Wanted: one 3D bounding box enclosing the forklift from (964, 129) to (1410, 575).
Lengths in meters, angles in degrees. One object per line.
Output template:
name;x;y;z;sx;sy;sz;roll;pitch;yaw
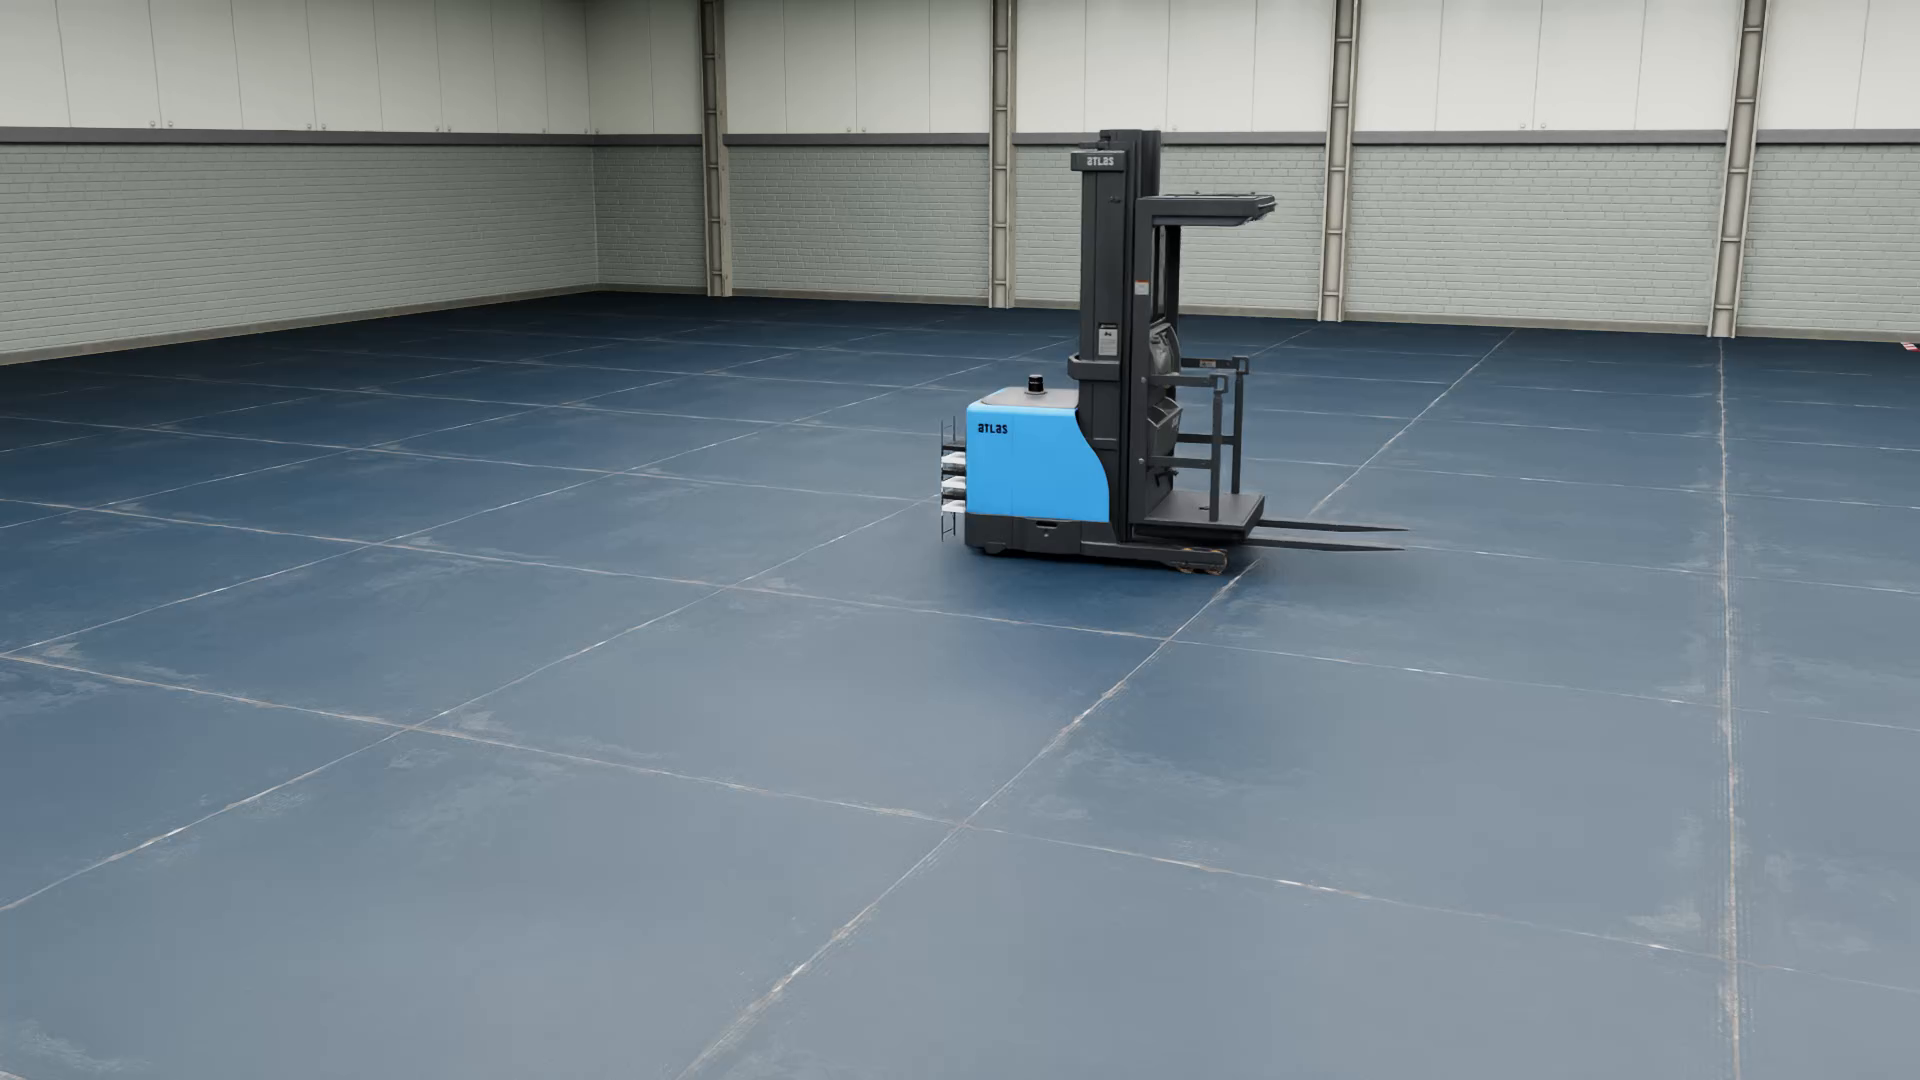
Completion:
forklift;1.606;-1.327;11.495;3.031;2.935;1.130;4;14;17

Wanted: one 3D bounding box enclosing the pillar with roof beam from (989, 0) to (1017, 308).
pillar with roof beam;-0.980;-7.735;25.520;0.400;9.000;9.100;6;14;23

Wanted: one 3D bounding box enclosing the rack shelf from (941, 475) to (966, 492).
rack shelf;0.007;-0.405;12.156;0.200;0.077;0.258;6;14;23

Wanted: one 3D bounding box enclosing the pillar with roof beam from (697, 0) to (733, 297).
pillar with roof beam;-6.466;-8.290;27.886;0.400;9.000;9.100;6;14;23

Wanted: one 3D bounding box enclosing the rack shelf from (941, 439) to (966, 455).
rack shelf;0.007;-0.668;12.095;0.200;0.077;0.258;6;14;23

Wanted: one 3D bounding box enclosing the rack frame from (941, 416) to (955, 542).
rack frame;-0.086;-0.447;12.189;0.006;0.900;0.240;6;14;23

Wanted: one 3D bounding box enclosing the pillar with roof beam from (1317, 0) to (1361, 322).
pillar with roof beam;4.506;-7.180;23.154;0.400;9.000;9.100;6;14;23

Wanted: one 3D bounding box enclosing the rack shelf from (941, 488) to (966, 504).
rack shelf;0.007;-0.317;12.177;0.200;0.077;0.258;6;14;23

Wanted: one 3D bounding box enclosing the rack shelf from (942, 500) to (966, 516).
rack shelf;0.007;-0.230;12.198;0.200;0.077;0.258;6;14;23

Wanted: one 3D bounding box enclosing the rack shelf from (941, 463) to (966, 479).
rack shelf;0.007;-0.493;12.136;0.200;0.077;0.258;6;14;23

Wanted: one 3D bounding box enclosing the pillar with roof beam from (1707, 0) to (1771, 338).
pillar with roof beam;9.992;-6.625;20.788;0.400;9.000;9.100;6;14;23

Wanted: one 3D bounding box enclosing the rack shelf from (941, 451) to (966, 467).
rack shelf;0.007;-0.580;12.115;0.200;0.077;0.258;6;14;23

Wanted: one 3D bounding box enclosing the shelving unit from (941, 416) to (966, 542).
shelving unit;0.007;-0.437;12.149;0.210;0.900;0.258;6;14;23
